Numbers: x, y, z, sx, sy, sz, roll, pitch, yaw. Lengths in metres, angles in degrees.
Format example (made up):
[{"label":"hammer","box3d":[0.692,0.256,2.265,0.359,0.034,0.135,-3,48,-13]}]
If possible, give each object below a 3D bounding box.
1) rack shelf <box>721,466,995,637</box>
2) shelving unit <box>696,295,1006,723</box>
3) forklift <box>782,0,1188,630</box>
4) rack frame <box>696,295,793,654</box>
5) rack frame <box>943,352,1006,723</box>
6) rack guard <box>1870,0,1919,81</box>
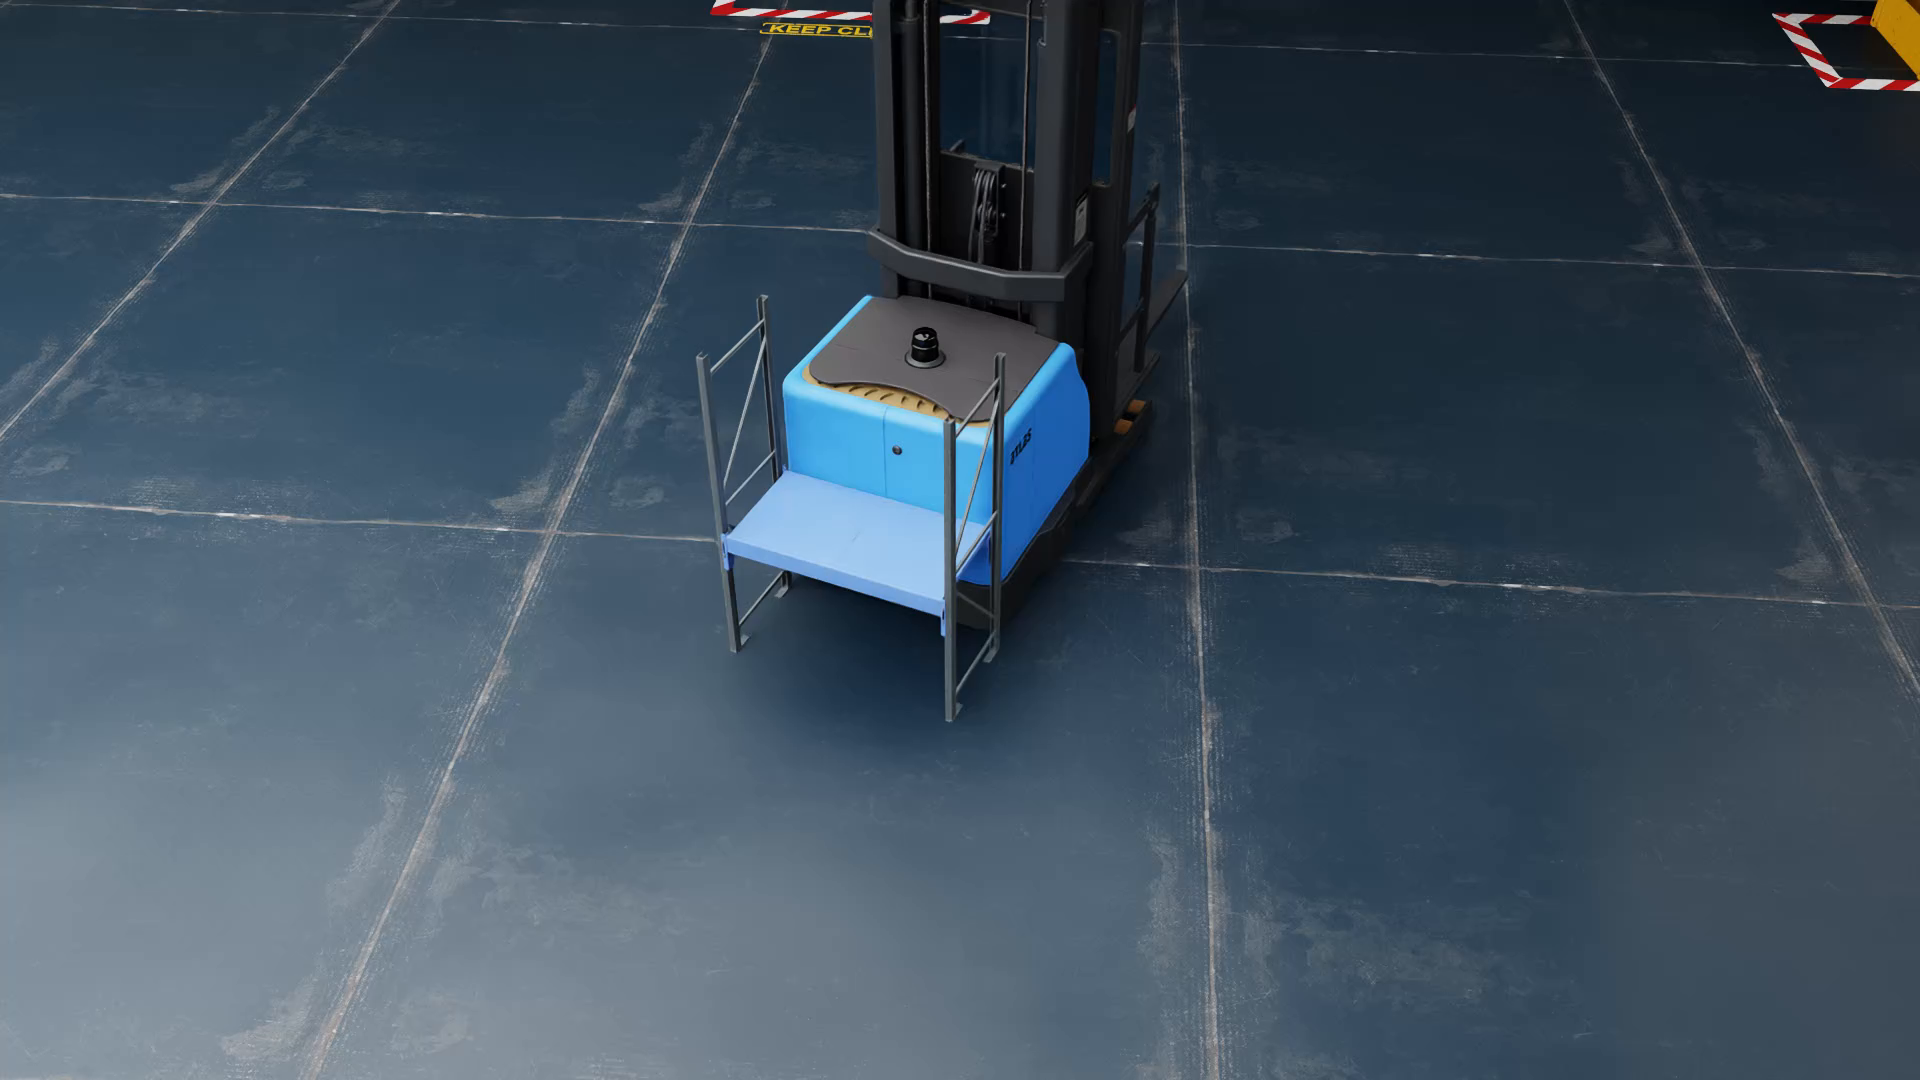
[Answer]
[{"label":"rack shelf","box3d":[-0.408,0.031,6.809,1.000,0.185,0.538,16,42,19]},{"label":"shelving unit","box3d":[-0.408,-0.108,6.695,1.048,1.500,0.538,16,42,19]},{"label":"forklift","box3d":[0.324,-1.677,7.489,1.130,2.935,3.031,16,42,19]},{"label":"rack frame","box3d":[-0.871,-0.240,6.857,0.032,1.500,0.500,16,42,19]},{"label":"rack frame","box3d":[0.056,0.023,6.533,0.032,1.500,0.500,16,42,19]},{"label":"rack guard","box3d":[6.986,-3.748,11.959,0.348,0.500,1.175,3,39,4]}]
